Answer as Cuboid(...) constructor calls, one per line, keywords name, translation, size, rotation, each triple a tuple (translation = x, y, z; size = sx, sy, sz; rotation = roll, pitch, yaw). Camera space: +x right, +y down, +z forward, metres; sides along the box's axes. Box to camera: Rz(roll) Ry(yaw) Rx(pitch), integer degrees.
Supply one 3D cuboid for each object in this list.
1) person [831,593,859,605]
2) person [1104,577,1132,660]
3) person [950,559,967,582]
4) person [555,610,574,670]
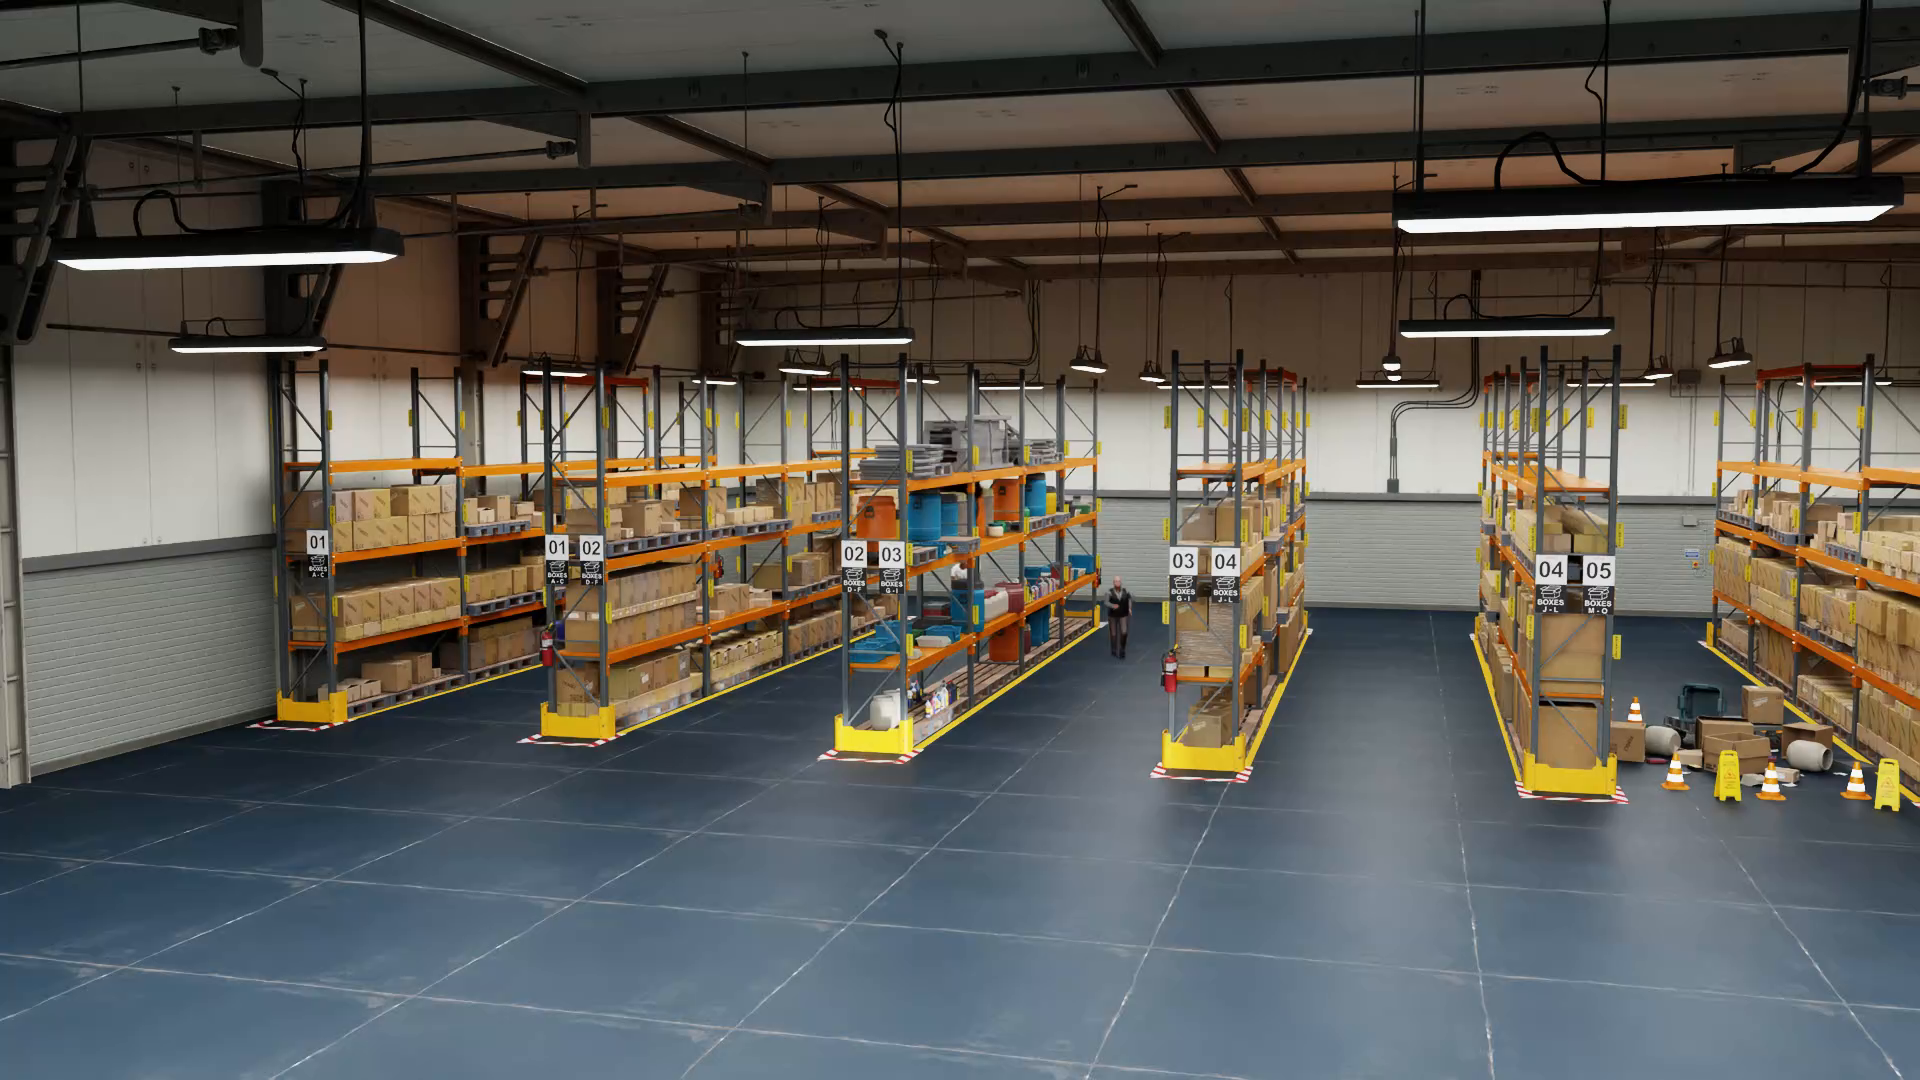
Cuboid(name="person", translation=(-2.932, 1.030, 43.513), size=(1.032, 1.698, 0.661), rotation=(1, 4, 19))
Cuboid(name="person", translation=(3.320, 1.645, 34.839), size=(0.632, 1.753, 0.812), rotation=(0, 4, -1))
Cuboid(name="person", translation=(0.132, 1.182, 41.647), size=(0.739, 1.662, 0.843), rotation=(0, 4, 4))
Cuboid(name="person", translation=(-7.506, 2.033, 31.405), size=(0.588, 1.454, 0.861), rotation=(-1, 4, -19))
